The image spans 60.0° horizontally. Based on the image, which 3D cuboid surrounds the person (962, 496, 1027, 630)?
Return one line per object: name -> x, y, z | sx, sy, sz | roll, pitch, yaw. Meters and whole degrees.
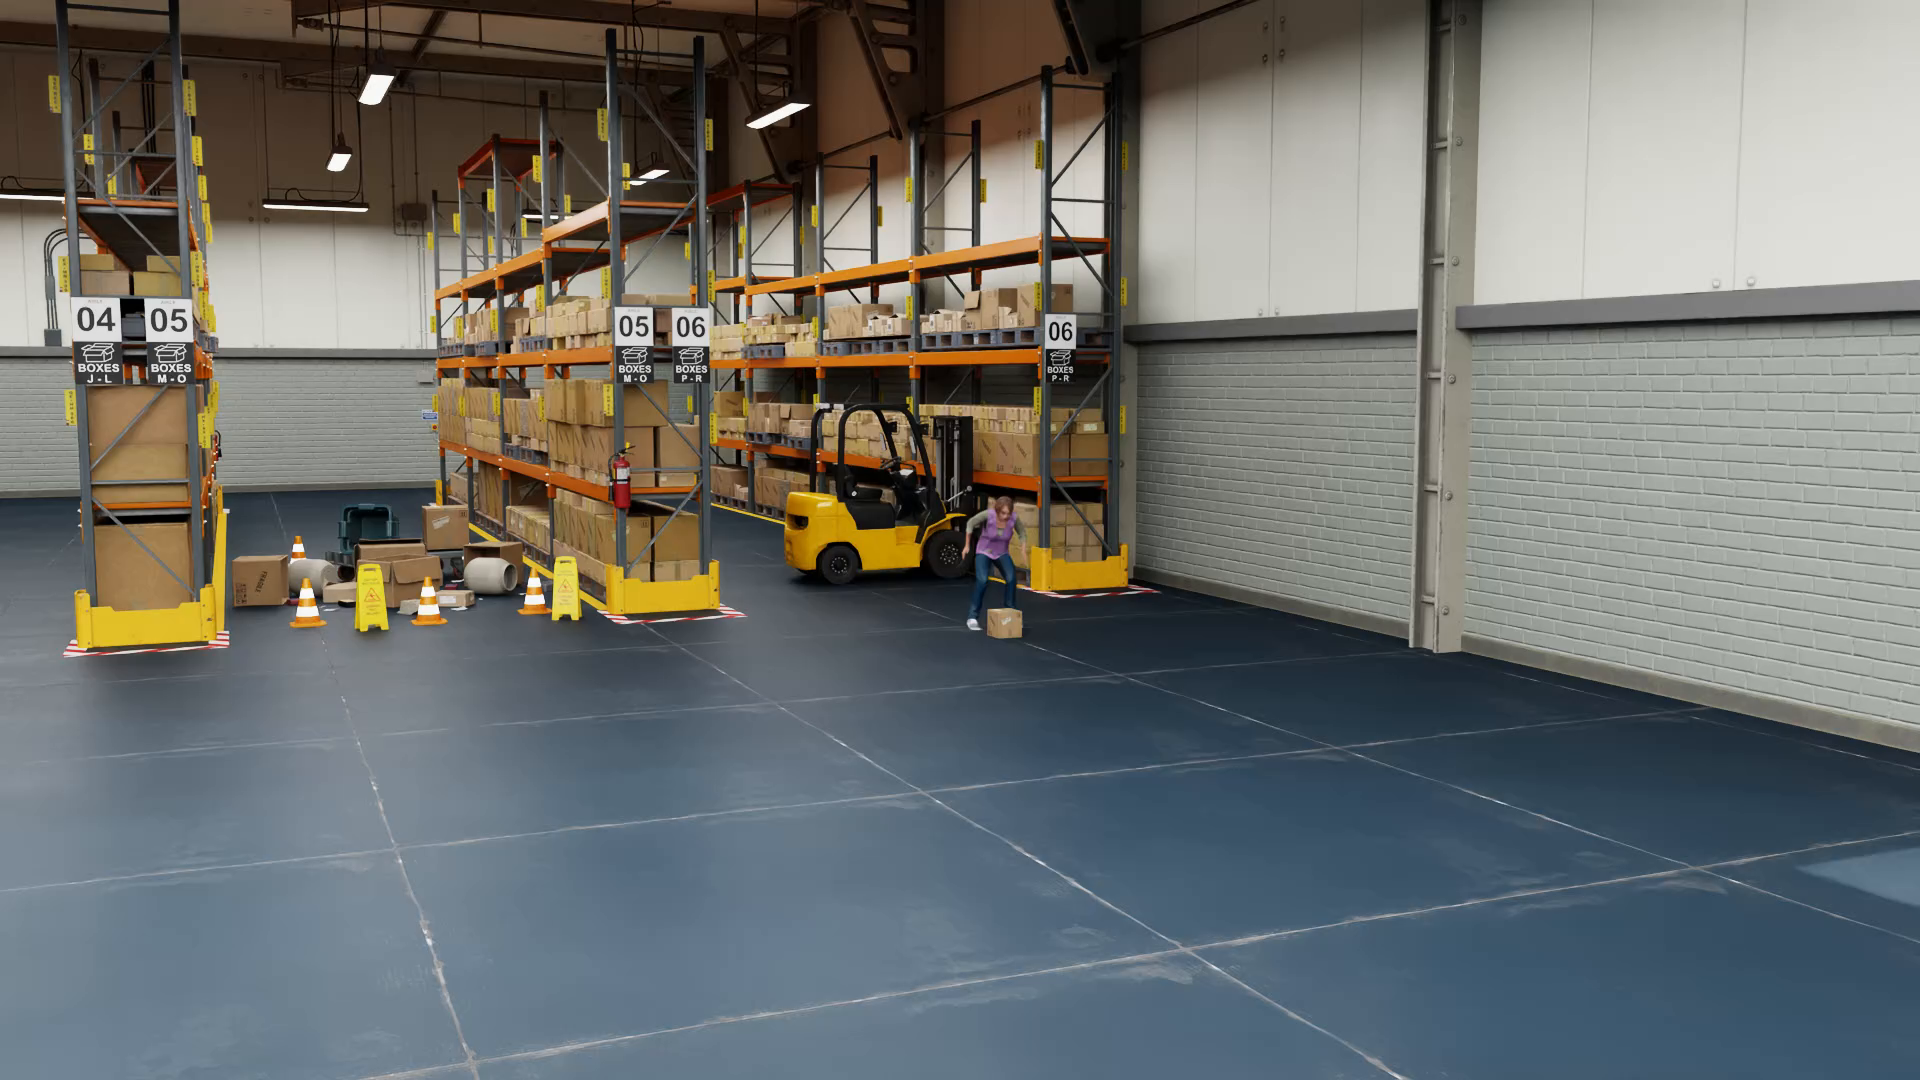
person -> 0.361, 0.211, 16.518 | 0.625, 1.331, 0.665 | -1, 6, -11
